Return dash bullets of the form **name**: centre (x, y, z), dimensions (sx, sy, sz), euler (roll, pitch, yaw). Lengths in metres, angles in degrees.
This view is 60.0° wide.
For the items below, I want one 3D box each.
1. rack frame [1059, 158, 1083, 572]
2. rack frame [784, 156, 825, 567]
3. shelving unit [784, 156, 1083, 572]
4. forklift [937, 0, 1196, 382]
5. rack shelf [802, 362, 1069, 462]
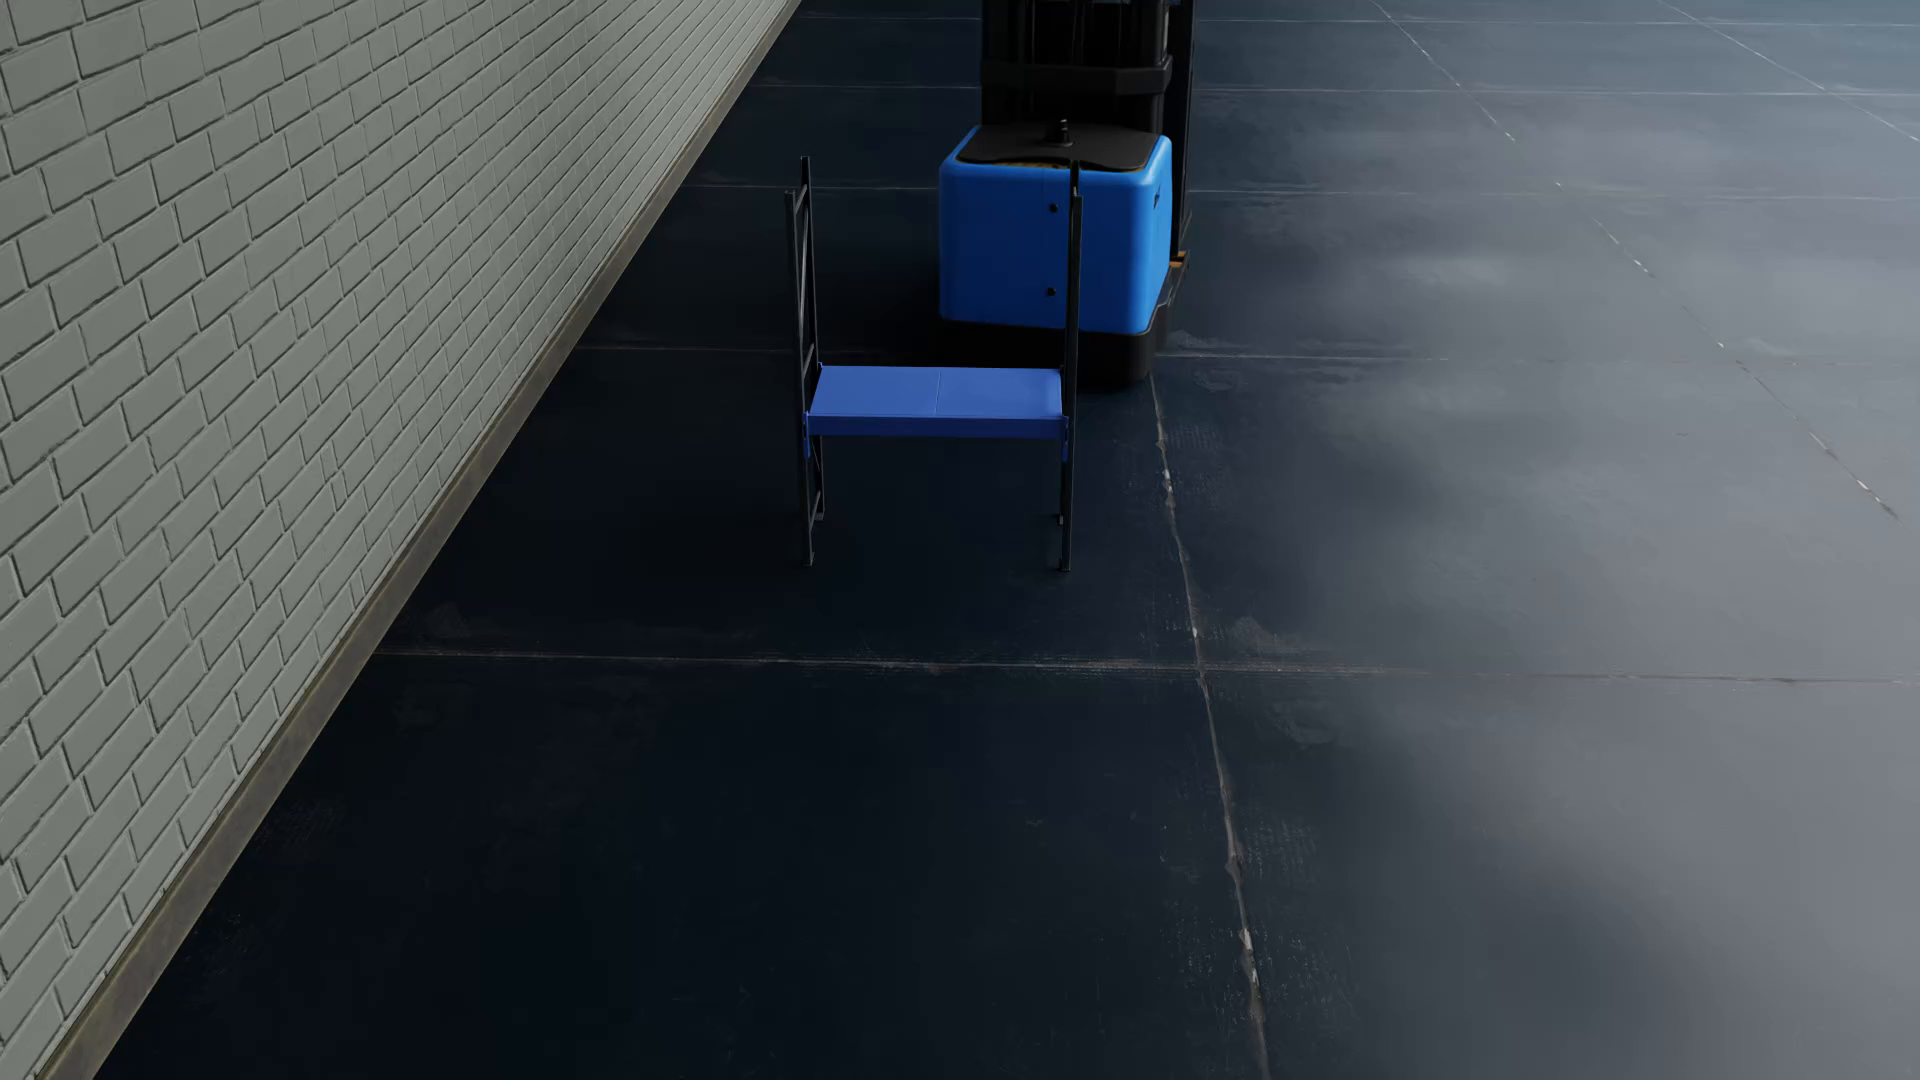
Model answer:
- **rack frame**: centre (0.423, -0.656, 6.386), dimensions (0.032, 1.500, 0.500), euler (1, 28, 2)
- **rack frame**: centre (-0.593, -0.672, 6.417), dimensions (0.032, 1.500, 0.500), euler (1, 28, 2)
- **shelving unit**: centre (-0.085, -0.664, 6.401), dimensions (1.048, 1.500, 0.538), euler (1, 28, 2)
- **forklift**: centre (0.709, -2.731, 8.773), dimensions (1.130, 2.935, 3.031), euler (6, 29, 11)
- **rack shelf**: centre (-0.085, -0.505, 6.486), dimensions (1.000, 0.185, 0.538), euler (1, 28, 2)
